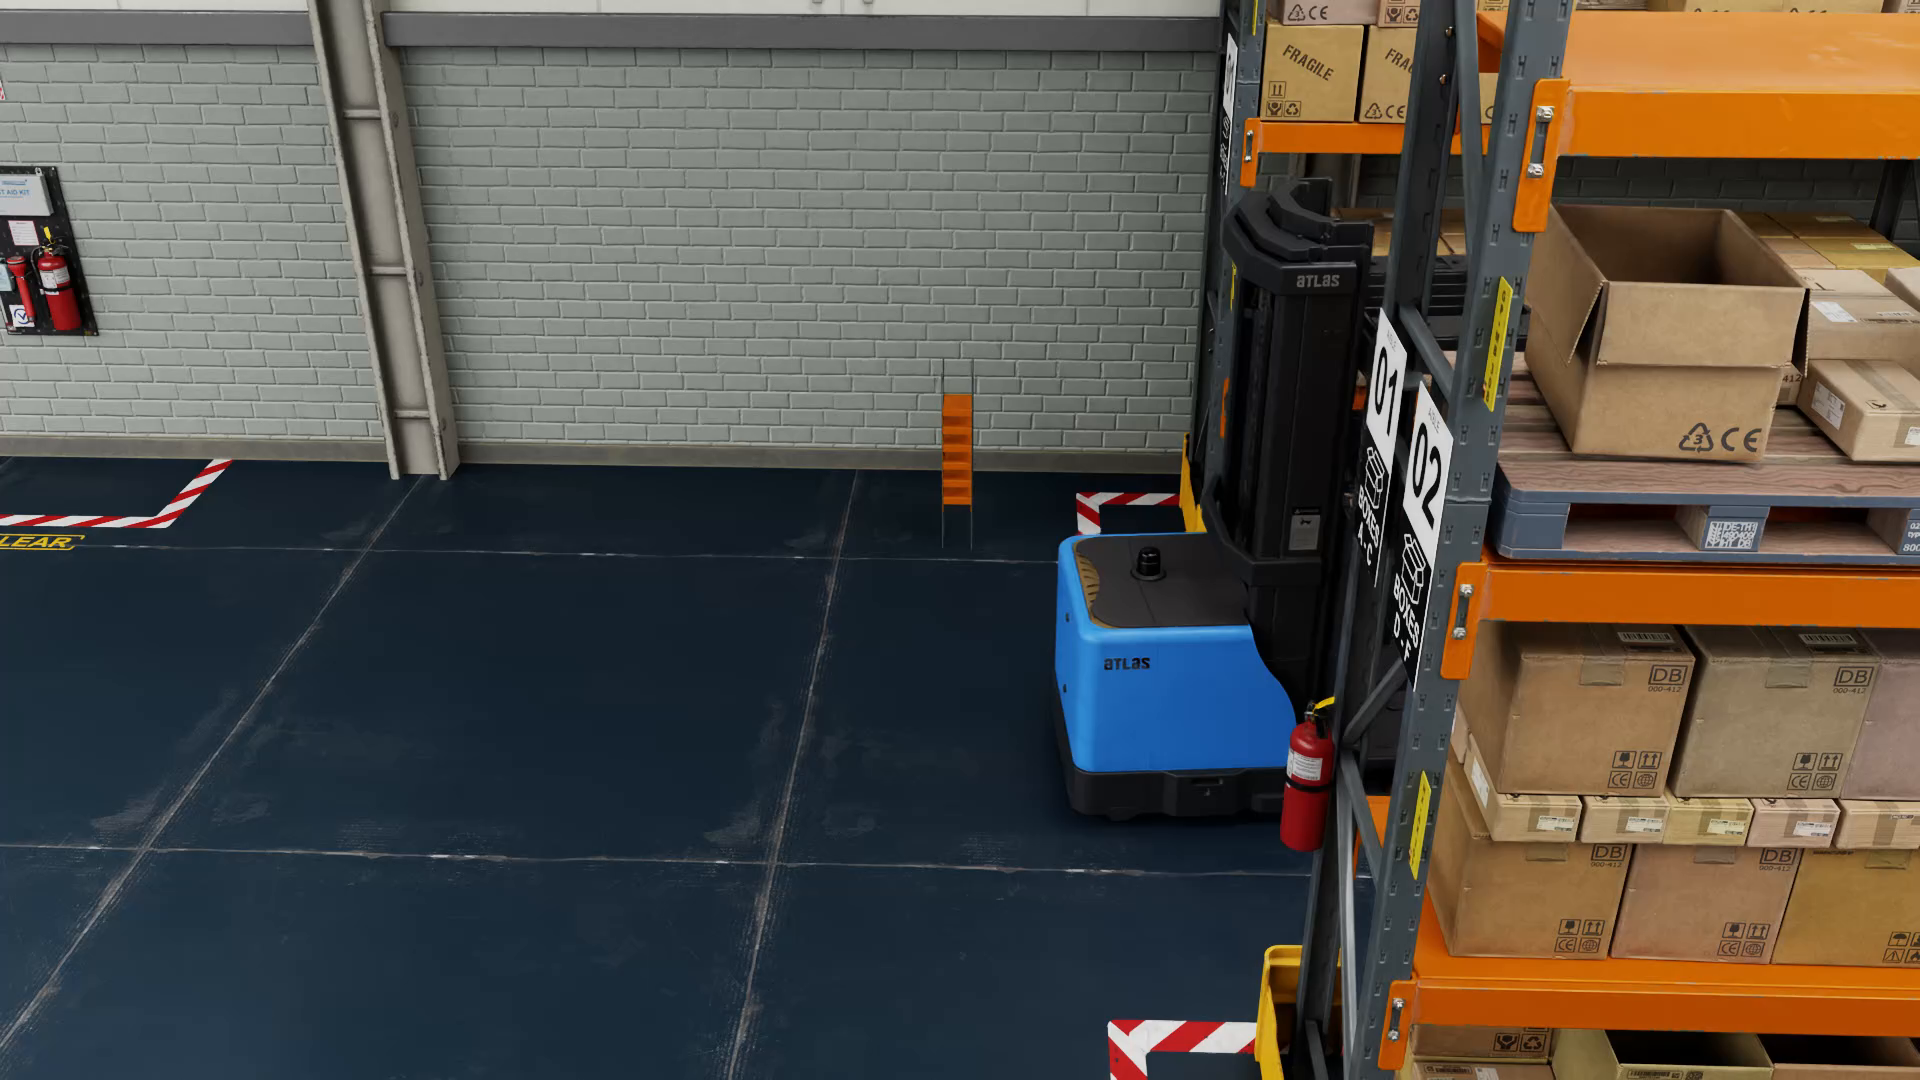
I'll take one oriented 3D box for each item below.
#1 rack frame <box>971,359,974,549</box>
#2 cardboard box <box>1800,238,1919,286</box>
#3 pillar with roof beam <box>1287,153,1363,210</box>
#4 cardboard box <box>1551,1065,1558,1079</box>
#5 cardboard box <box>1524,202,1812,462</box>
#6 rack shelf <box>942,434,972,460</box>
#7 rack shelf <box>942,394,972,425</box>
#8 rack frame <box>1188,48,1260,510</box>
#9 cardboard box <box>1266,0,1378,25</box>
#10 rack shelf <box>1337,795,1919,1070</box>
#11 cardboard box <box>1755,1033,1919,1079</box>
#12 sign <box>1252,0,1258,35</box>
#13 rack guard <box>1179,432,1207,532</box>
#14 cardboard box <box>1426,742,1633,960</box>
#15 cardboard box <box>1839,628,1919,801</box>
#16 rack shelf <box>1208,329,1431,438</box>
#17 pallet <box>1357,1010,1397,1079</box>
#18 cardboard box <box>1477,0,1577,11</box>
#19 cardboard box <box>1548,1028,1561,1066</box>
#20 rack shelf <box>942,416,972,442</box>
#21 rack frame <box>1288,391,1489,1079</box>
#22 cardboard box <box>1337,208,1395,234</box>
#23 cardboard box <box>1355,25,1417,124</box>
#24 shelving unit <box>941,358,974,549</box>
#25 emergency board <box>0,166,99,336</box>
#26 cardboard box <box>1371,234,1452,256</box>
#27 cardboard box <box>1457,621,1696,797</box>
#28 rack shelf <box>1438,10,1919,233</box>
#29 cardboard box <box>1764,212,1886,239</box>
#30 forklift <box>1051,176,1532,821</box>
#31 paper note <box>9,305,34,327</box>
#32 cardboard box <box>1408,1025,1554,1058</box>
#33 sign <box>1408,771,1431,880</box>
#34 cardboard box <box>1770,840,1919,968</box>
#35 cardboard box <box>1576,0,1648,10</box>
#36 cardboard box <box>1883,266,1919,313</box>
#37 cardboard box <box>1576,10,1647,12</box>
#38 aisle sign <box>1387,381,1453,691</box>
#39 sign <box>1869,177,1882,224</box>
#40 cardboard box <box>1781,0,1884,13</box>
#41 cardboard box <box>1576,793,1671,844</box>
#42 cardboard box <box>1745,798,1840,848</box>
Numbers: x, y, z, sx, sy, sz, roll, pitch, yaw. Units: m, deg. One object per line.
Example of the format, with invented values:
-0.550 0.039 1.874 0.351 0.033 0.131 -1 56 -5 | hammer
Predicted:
0.077 -0.529 10.392 0.006 1.200 0.240 1 28 2 | rack frame
5.059 -1.393 9.439 0.500 0.500 0.500 1 28 2 | cardboard box
2.123 -2.351 5.503 0.400 9.000 9.100 1 28 2 | pillar with roof beam
2.402 2.145 5.913 0.500 0.250 0.500 1 28 2 | cardboard box
1.948 -0.610 4.713 0.637 0.503 0.797 3 28 5 | cardboard box
-0.014 -0.597 10.359 0.180 0.103 0.258 1 28 2 | rack shelf
-0.014 -0.809 10.247 0.180 0.103 0.258 1 28 2 | rack shelf
1.545 -1.322 9.967 0.127 3.000 1.000 1 28 2 | rack frame
1.922 -3.022 8.776 0.500 0.500 0.500 -1 28 -2 | cardboard box
3.373 1.347 5.699 4.000 0.370 1.077 1 28 2 | rack shelf
2.902 1.817 5.732 0.500 0.500 0.500 1 28 2 | cardboard box
1.526 -2.780 8.581 0.005 0.325 0.100 1 28 2 | sign
1.621 -0.217 10.550 0.348 0.500 1.175 1 28 2 | rack guard
1.840 0.966 5.544 0.500 0.500 0.700 1 28 2 | cardboard box
2.923 0.408 5.211 0.500 0.500 0.700 1 28 2 | cardboard box
3.544 -0.971 10.073 4.000 0.370 1.077 1 28 2 | rack shelf
2.140 2.222 6.259 1.213 0.211 1.003 1 28 2 | pallet
2.934 -2.987 8.709 0.500 0.500 0.500 2 28 3 | cardboard box
2.421 1.899 6.378 0.500 0.250 0.500 1 28 2 | cardboard box
-0.014 -0.703 10.303 0.180 0.103 0.258 1 28 2 | rack shelf
1.374 0.997 5.593 0.127 3.000 1.000 1 28 2 | rack frame
2.527 -1.675 9.970 0.500 0.500 0.500 1 28 2 | cardboard box
2.406 -2.552 8.957 0.500 0.500 0.500 3 28 5 | cardboard box
-0.014 -0.530 10.395 0.189 1.200 0.258 1 28 2 | shelving unit
-6.189 -1.873 11.007 0.643 1.169 0.194 1 28 2 | emergency board
2.505 -1.435 9.517 0.500 0.500 0.500 1 28 2 | cardboard box
1.893 0.394 5.238 0.500 0.500 0.700 1 28 2 | cardboard box
3.373 -1.126 4.388 4.000 0.370 1.077 1 28 2 | rack shelf
5.080 -1.635 9.896 0.500 0.500 0.500 0 28 1 | cardboard box
2.022 -0.187 7.898 3.031 2.935 1.130 -2 28 -3 | forklift
-6.364 -1.519 11.280 0.142 0.148 0.016 1 28 2 | paper note
1.921 1.564 6.209 0.500 0.500 0.500 1 28 2 | cardboard box
1.349 0.839 4.882 0.005 0.325 0.100 1 28 2 | sign
2.861 0.983 5.511 0.500 0.500 0.700 1 28 2 | cardboard box
3.525 -3.223 9.155 0.500 0.500 0.500 1 28 2 | cardboard box
3.090 -0.632 4.960 0.500 0.311 0.500 4 28 8 | cardboard box
3.461 -2.547 8.946 0.500 0.500 0.500 3 28 5 | cardboard box
1.298 -0.010 4.716 0.004 0.787 0.394 1 28 2 | aisle sign
5.559 -2.027 10.061 0.005 0.325 0.100 1 28 2 | sign
4.481 -2.962 8.661 0.500 0.500 0.500 2 28 5 | cardboard box
2.023 0.776 5.209 0.250 0.149 0.380 0 28 0 | cardboard box
2.524 0.786 5.190 0.250 0.149 0.380 1 28 1 | cardboard box
